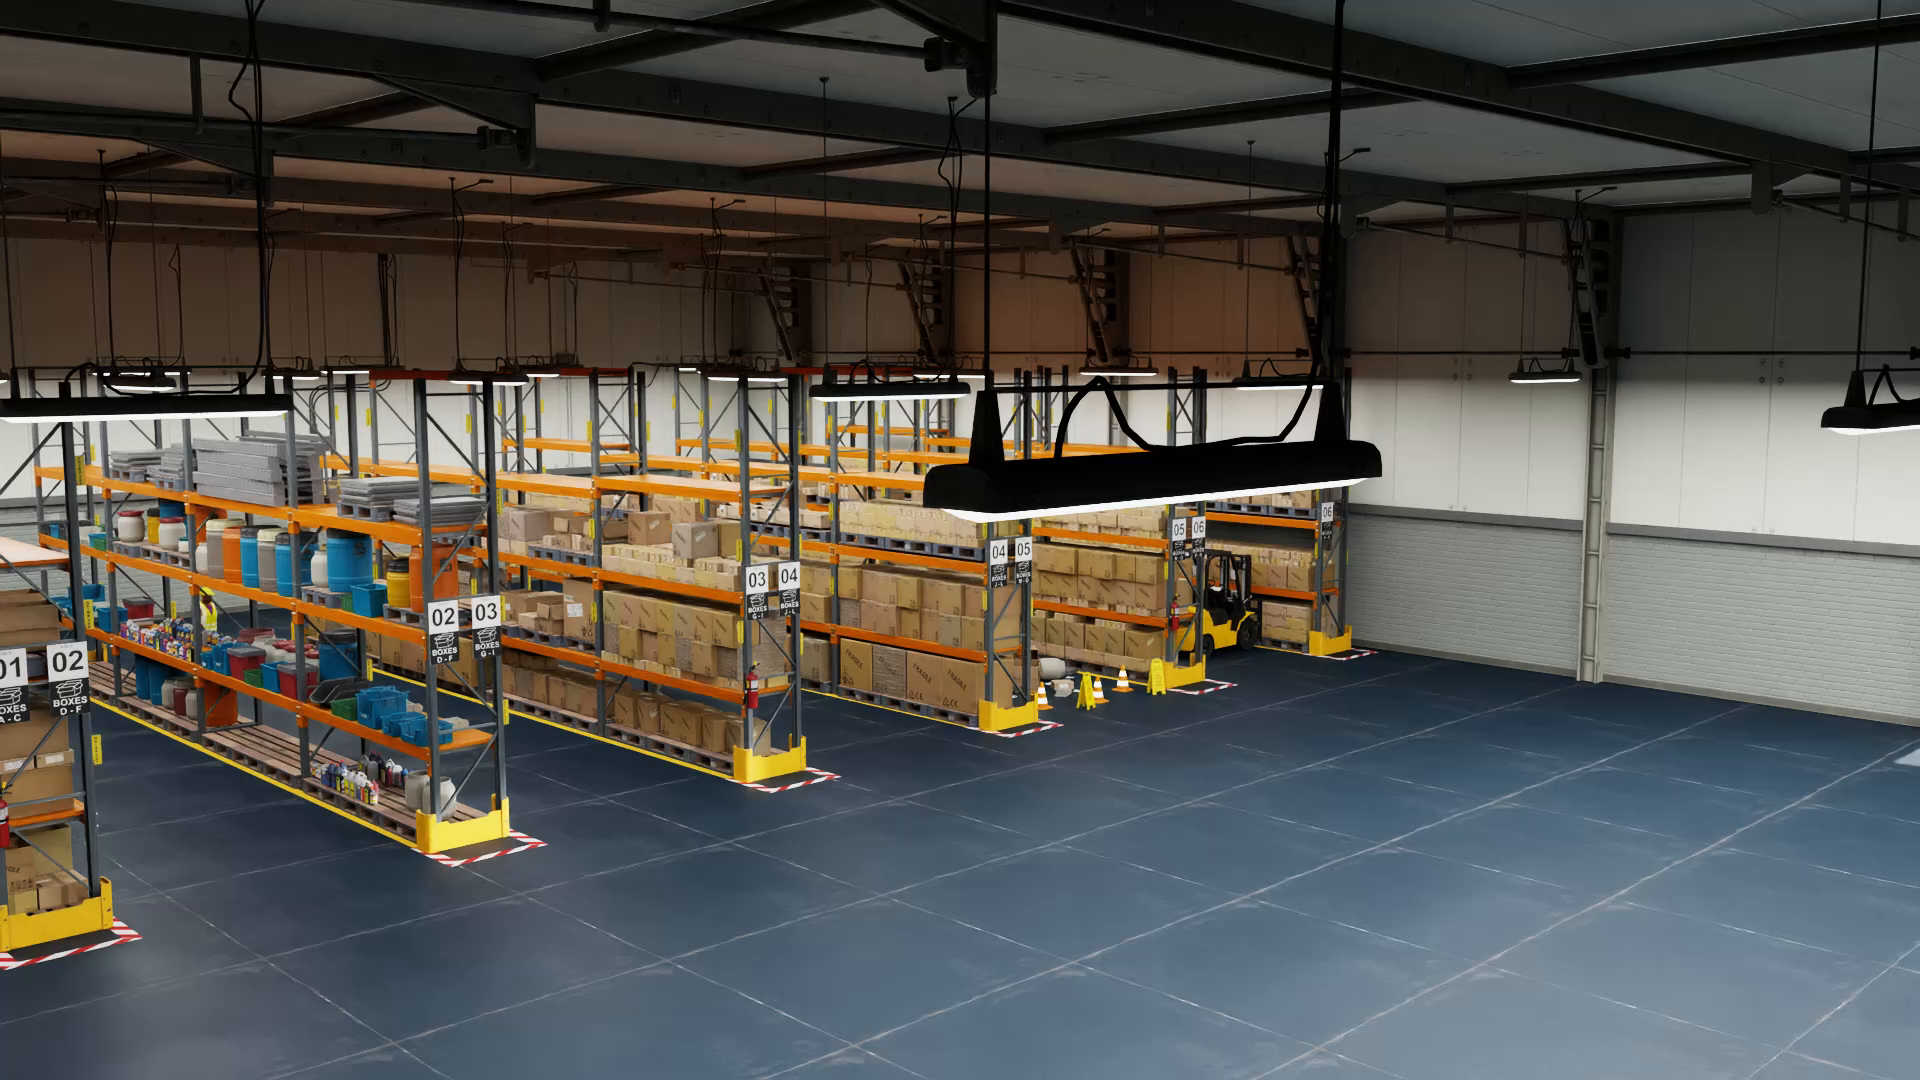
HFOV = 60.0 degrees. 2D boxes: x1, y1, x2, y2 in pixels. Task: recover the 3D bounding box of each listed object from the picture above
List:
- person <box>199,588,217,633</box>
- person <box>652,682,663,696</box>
[{"bbox_3d":[-14.723,1.796,32.557,0.965,1.713,0.533,5,8,36],"label":"person"},{"bbox_3d":[-5.671,2.007,30.927,0.659,1.712,0.624,5,8,40],"label":"person"}]
